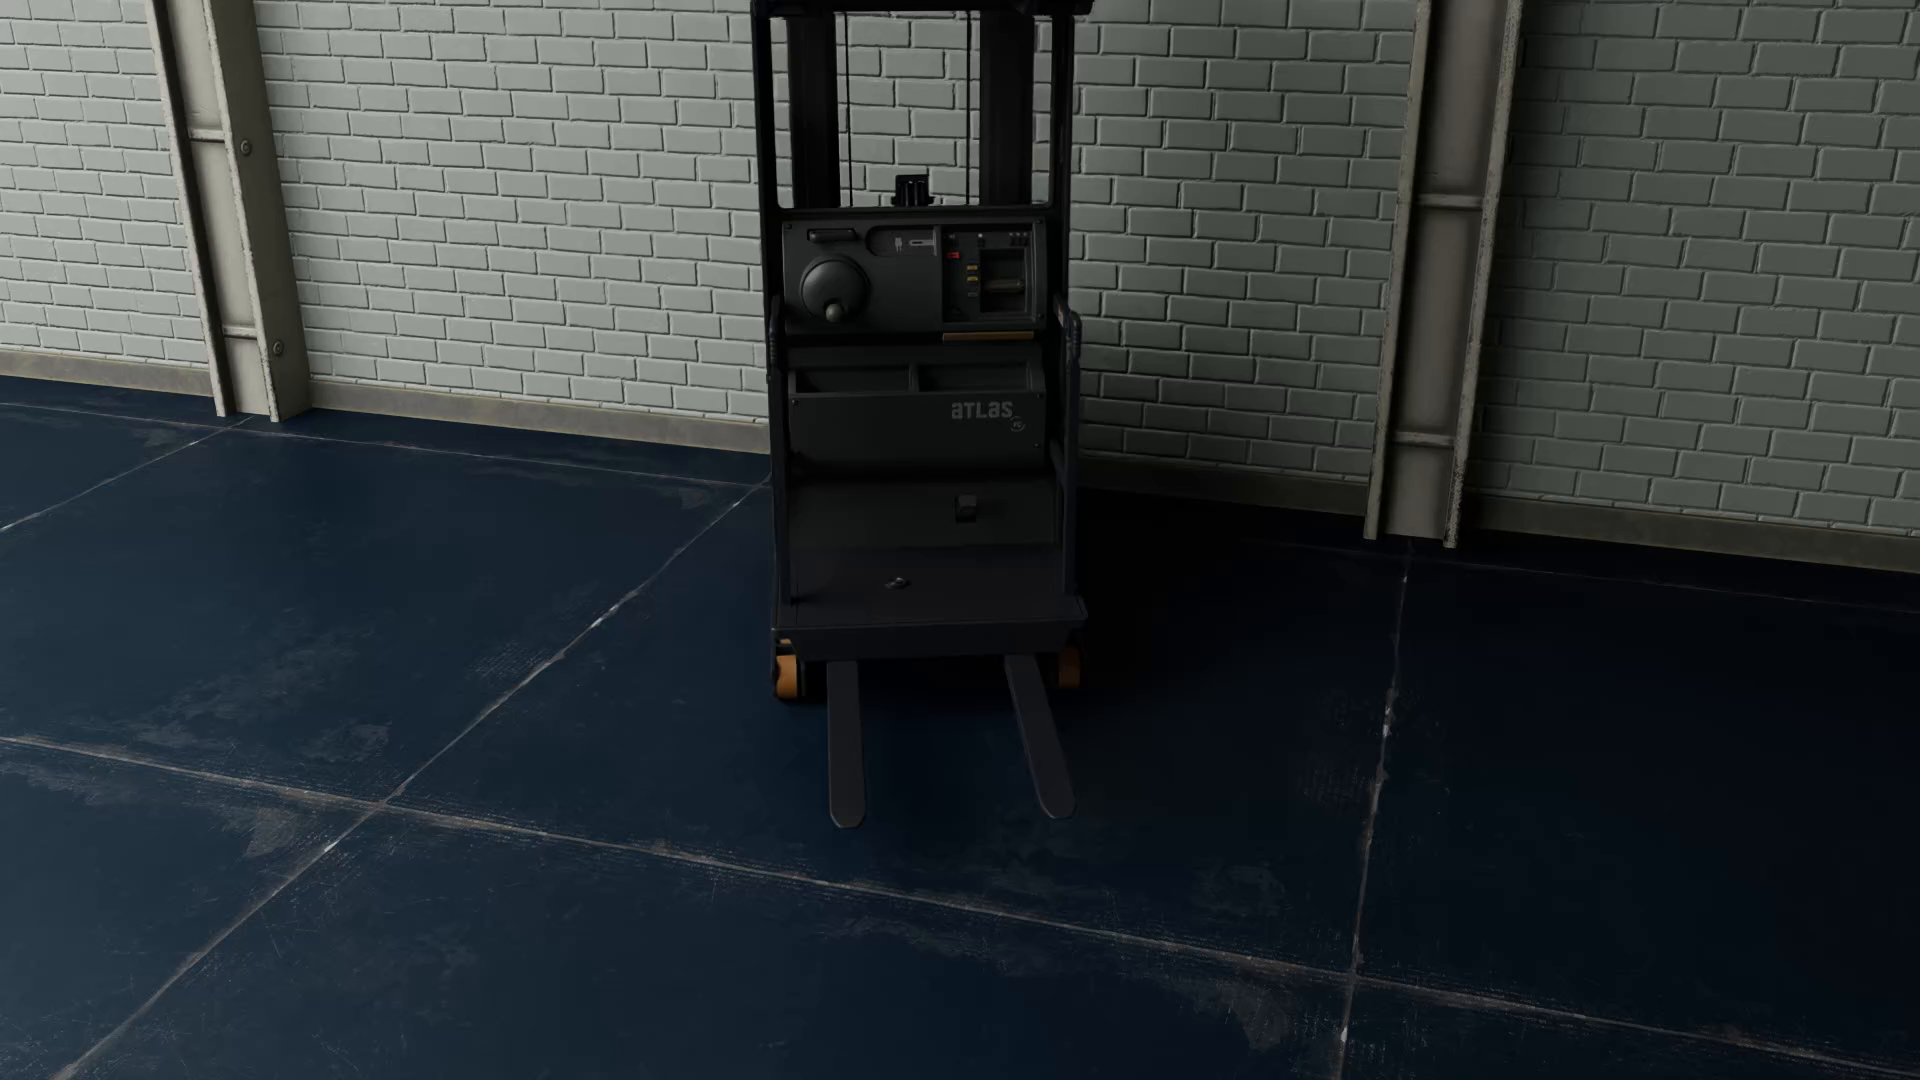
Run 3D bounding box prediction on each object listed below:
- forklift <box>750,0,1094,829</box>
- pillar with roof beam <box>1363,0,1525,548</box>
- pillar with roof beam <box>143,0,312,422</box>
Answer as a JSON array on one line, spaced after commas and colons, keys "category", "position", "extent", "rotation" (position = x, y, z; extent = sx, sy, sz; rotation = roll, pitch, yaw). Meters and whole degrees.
[{"category": "forklift", "position": [-0.136, -0.920, 5.651], "extent": [1.130, 2.935, 3.031], "rotation": [-2, 22, -4]}, {"category": "pillar with roof beam", "position": [0.758, -2.641, 1.850], "extent": [0.400, 9.000, 9.100], "rotation": [7, 23, 16]}, {"category": "pillar with roof beam", "position": [-4.986, -3.299, 3.454], "extent": [0.400, 9.000, 9.100], "rotation": [7, 23, 16]}]
